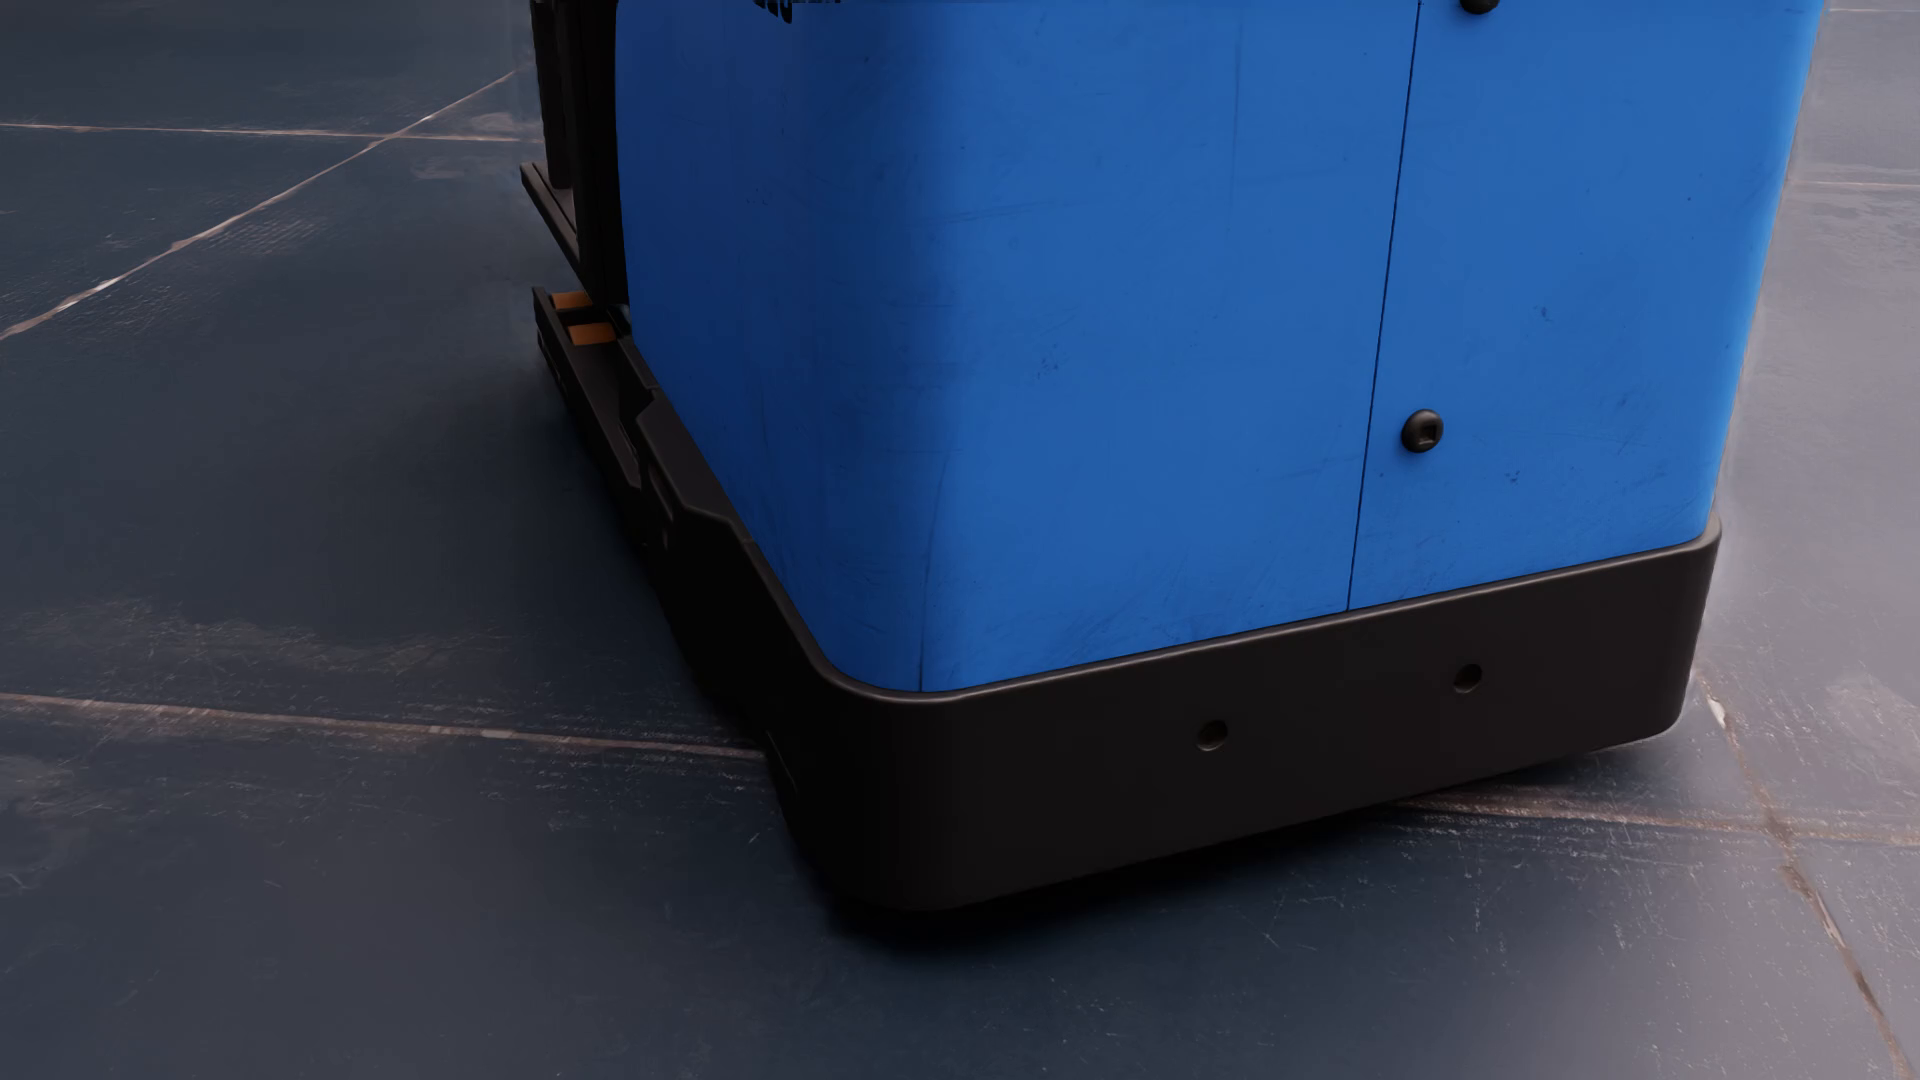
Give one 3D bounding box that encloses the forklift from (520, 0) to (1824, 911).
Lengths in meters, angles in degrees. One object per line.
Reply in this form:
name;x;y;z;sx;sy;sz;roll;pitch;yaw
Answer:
forklift;-0.150;-1.587;2.398;1.130;2.935;3.031;-10;28;-19
